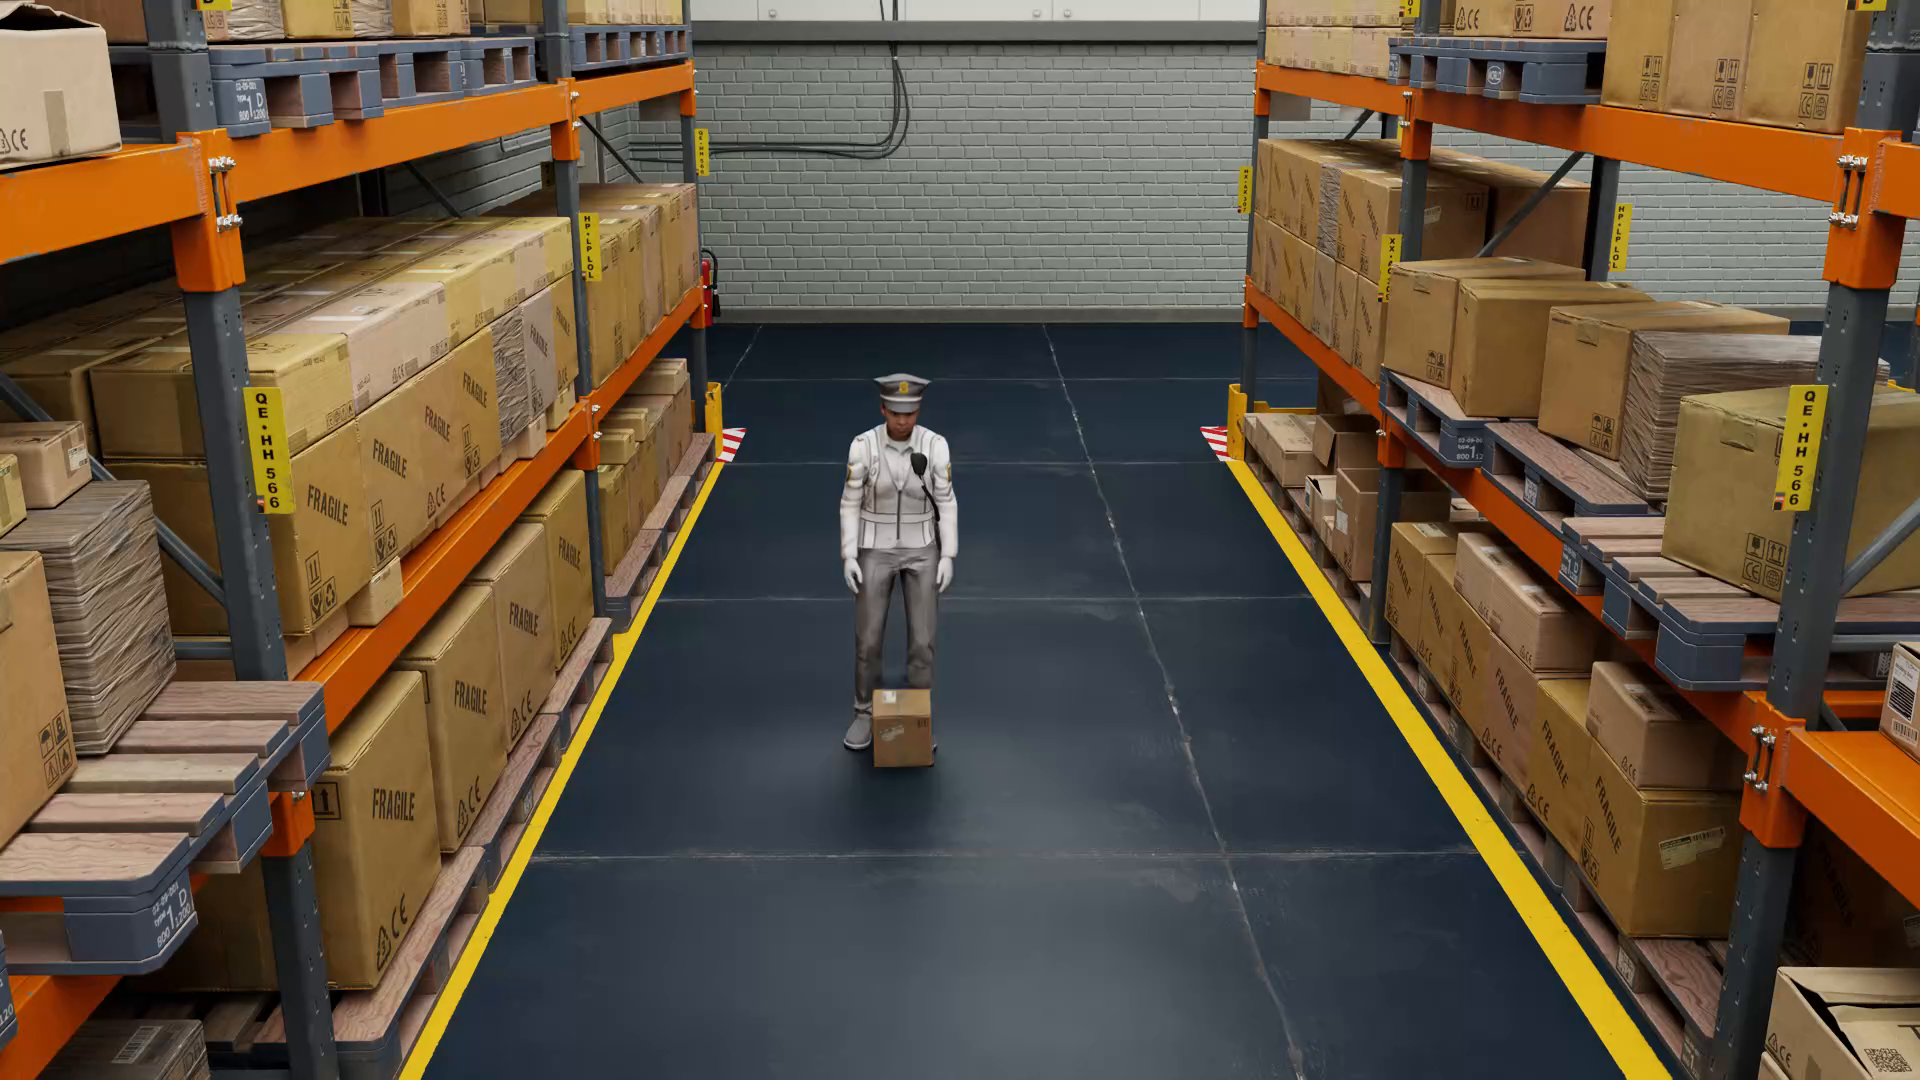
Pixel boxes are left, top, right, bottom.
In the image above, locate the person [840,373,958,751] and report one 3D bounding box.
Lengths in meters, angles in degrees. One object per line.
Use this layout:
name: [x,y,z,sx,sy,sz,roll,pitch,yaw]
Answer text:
person: [-0.264,0.092,7.242,0.514,1.664,0.412,-1,17,-3]
